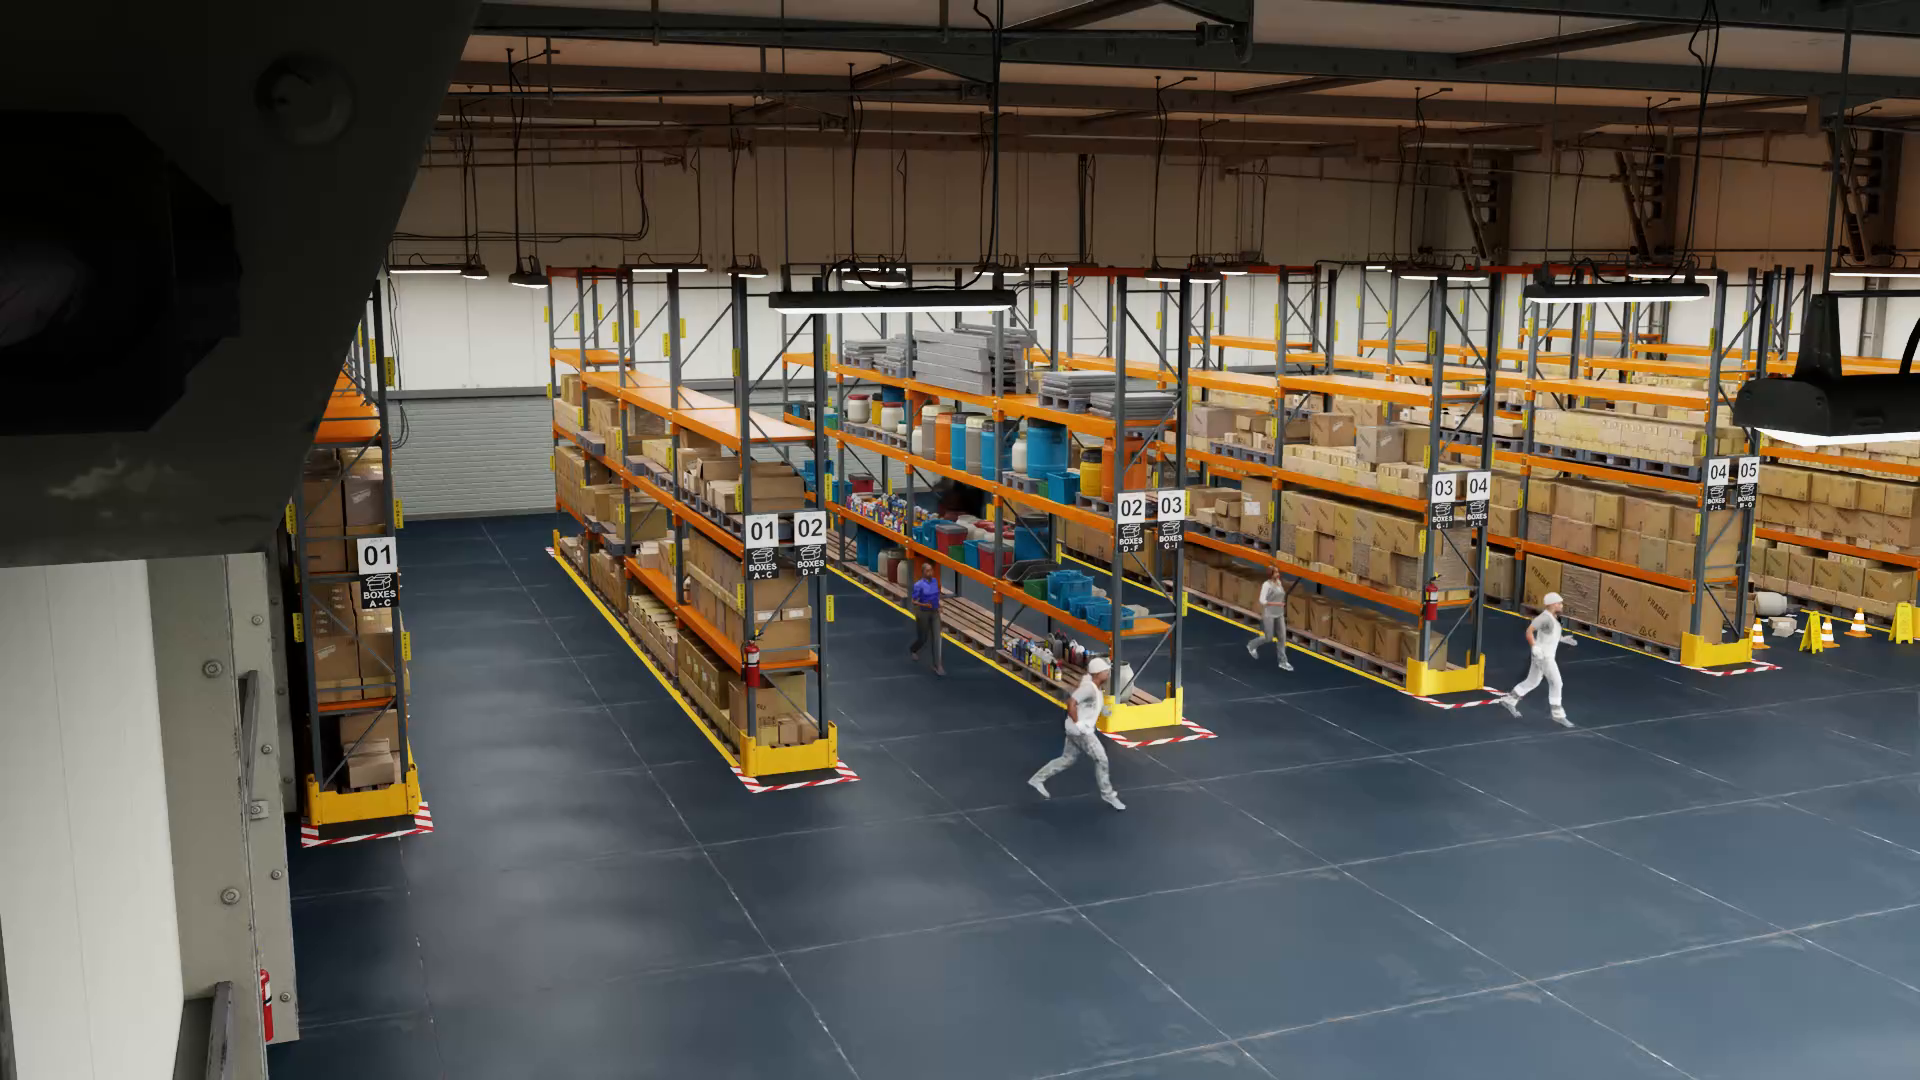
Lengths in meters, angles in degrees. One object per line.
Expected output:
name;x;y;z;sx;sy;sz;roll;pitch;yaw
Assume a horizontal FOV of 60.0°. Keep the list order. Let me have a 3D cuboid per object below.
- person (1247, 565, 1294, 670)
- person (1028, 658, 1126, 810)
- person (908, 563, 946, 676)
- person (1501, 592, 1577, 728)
person;4.758;1.156;25.321;0.541;1.574;0.867;-8;12;-37
person;1.341;2.207;18.959;1.126;1.778;0.684;0;10;-1
person;-0.493;1.211;25.147;0.581;1.564;0.920;-6;11;-30
person;7.830;1.582;22.402;0.957;1.804;0.602;3;10;19
